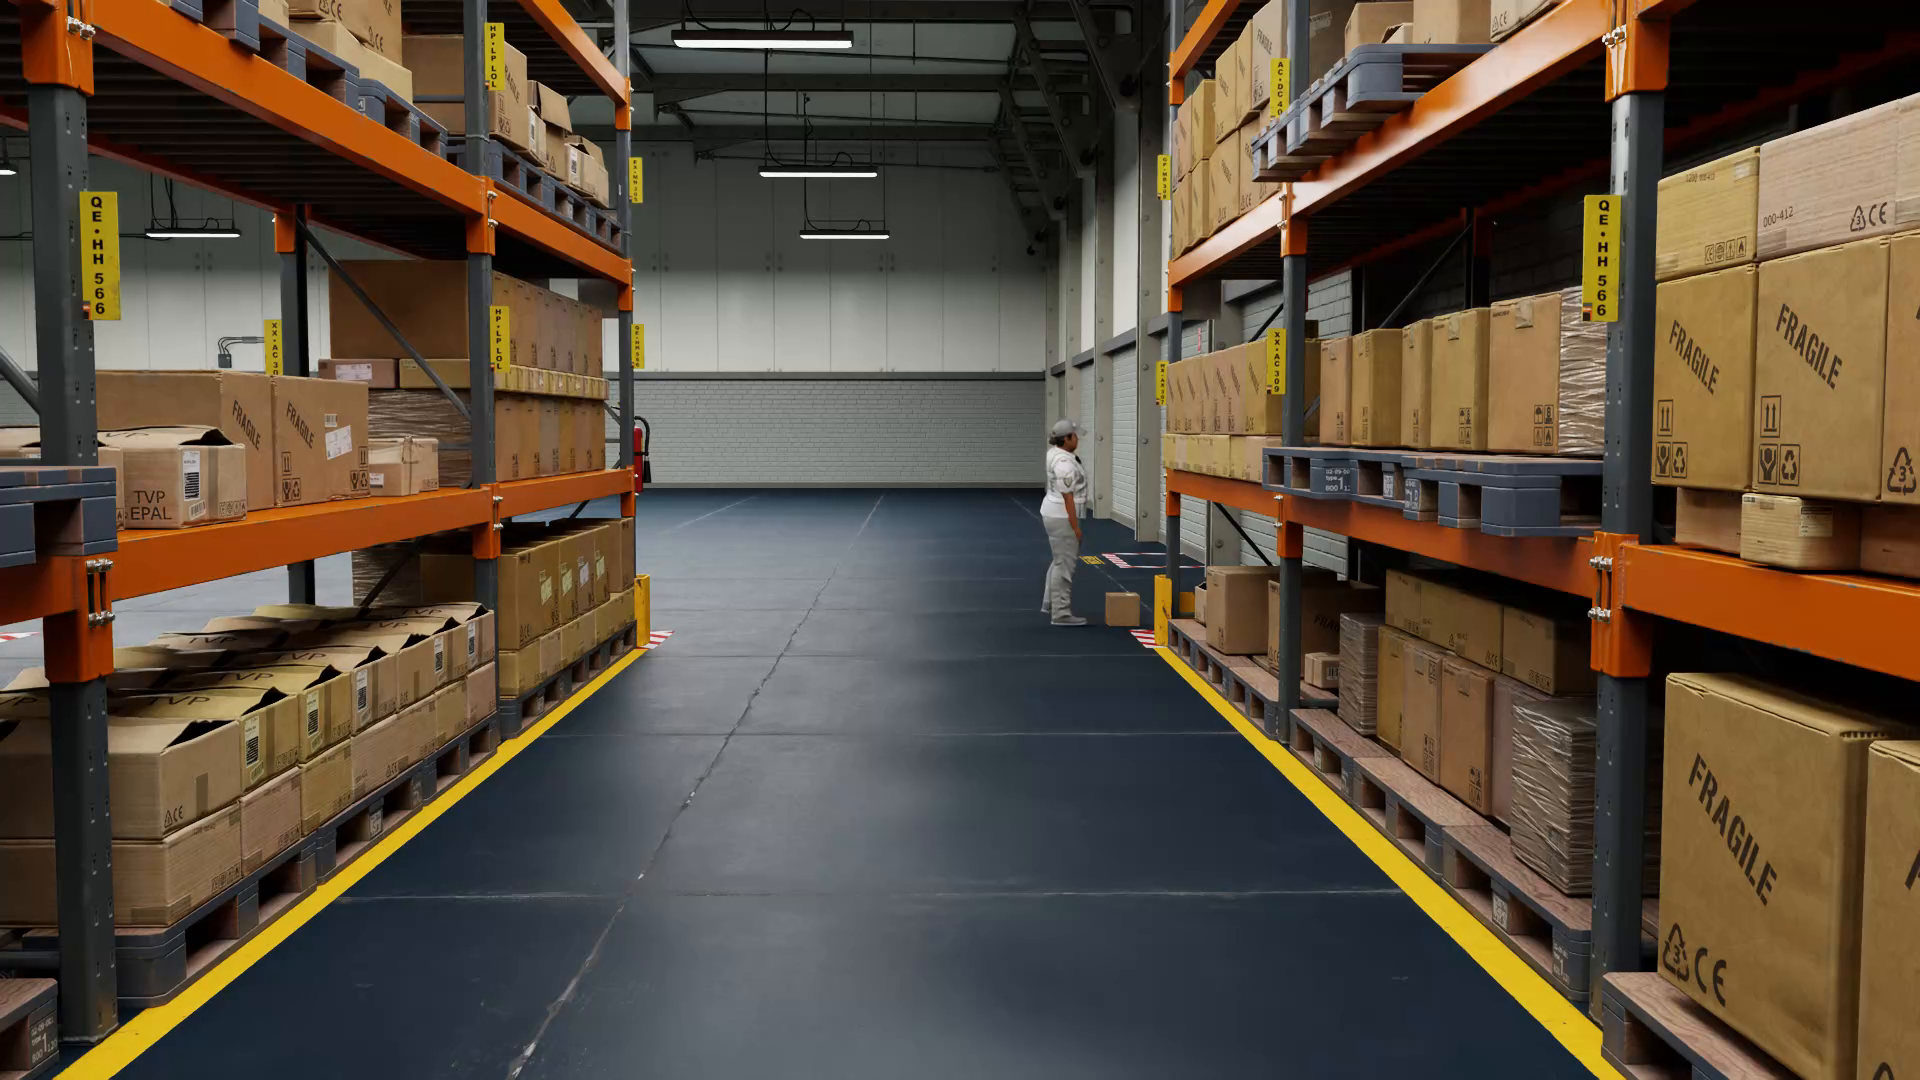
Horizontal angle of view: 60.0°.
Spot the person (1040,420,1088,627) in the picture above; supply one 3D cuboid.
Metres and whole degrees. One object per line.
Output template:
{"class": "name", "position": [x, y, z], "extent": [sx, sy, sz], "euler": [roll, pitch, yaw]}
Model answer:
{"class": "person", "position": [0.845, -0.144, 13.547], "extent": [0.382, 1.668, 0.662], "euler": [0, 4, 0]}
